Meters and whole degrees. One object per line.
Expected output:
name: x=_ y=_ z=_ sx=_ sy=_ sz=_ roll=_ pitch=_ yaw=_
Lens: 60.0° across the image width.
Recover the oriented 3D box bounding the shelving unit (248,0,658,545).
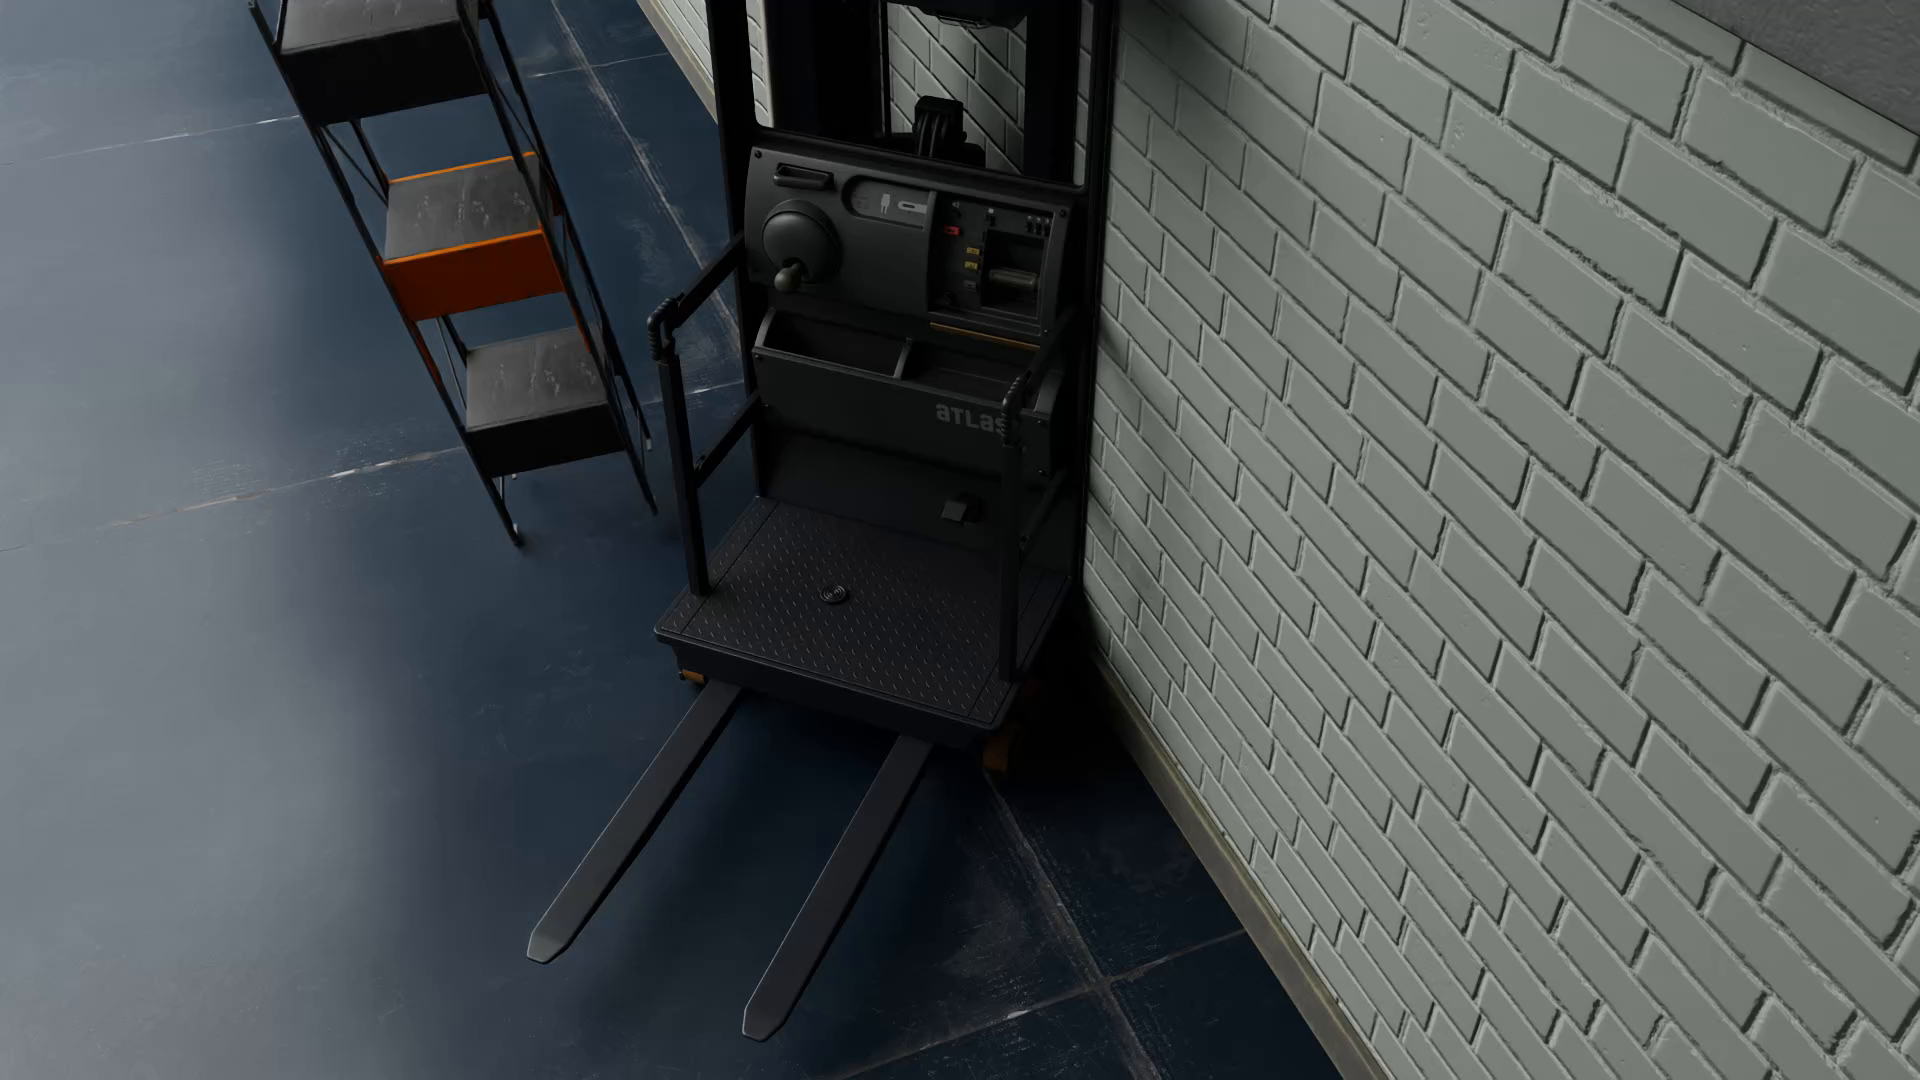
shelving unit: x=-1.438 y=-0.850 z=5.054 sx=0.503 sy=2.100 sz=0.431 roll=-12 pitch=50 yaw=-2

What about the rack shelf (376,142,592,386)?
rack shelf: x=-1.437 y=-0.841 z=5.064 sx=0.480 sy=0.518 sz=0.431 roll=-12 pitch=50 yaw=-2

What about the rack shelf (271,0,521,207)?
rack shelf: x=-1.513 y=-1.286 z=4.529 sx=0.480 sy=0.518 sz=0.431 roll=-12 pitch=50 yaw=-2

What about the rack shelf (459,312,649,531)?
rack shelf: x=-1.361 y=-0.397 z=5.599 sx=0.480 sy=0.518 sz=0.431 roll=-12 pitch=50 yaw=-2

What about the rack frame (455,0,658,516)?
rack frame: x=-1.200 y=-0.901 z=5.062 sx=0.015 sy=2.100 sz=0.400 roll=-12 pitch=50 yaw=-2

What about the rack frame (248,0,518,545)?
rack frame: x=-1.677 y=-0.799 z=5.045 sx=0.015 sy=2.100 sz=0.400 roll=-12 pitch=50 yaw=-2

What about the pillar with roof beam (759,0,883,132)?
pillar with roof beam: x=-4.456 y=-3.056 z=2.402 sx=9.100 sy=9.000 sz=0.400 roll=-15 pitch=43 yaw=-17

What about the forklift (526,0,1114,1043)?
forklift: x=-0.229 y=-0.731 z=4.352 sx=1.130 sy=2.935 sz=3.031 roll=14 pitch=43 yaw=16
